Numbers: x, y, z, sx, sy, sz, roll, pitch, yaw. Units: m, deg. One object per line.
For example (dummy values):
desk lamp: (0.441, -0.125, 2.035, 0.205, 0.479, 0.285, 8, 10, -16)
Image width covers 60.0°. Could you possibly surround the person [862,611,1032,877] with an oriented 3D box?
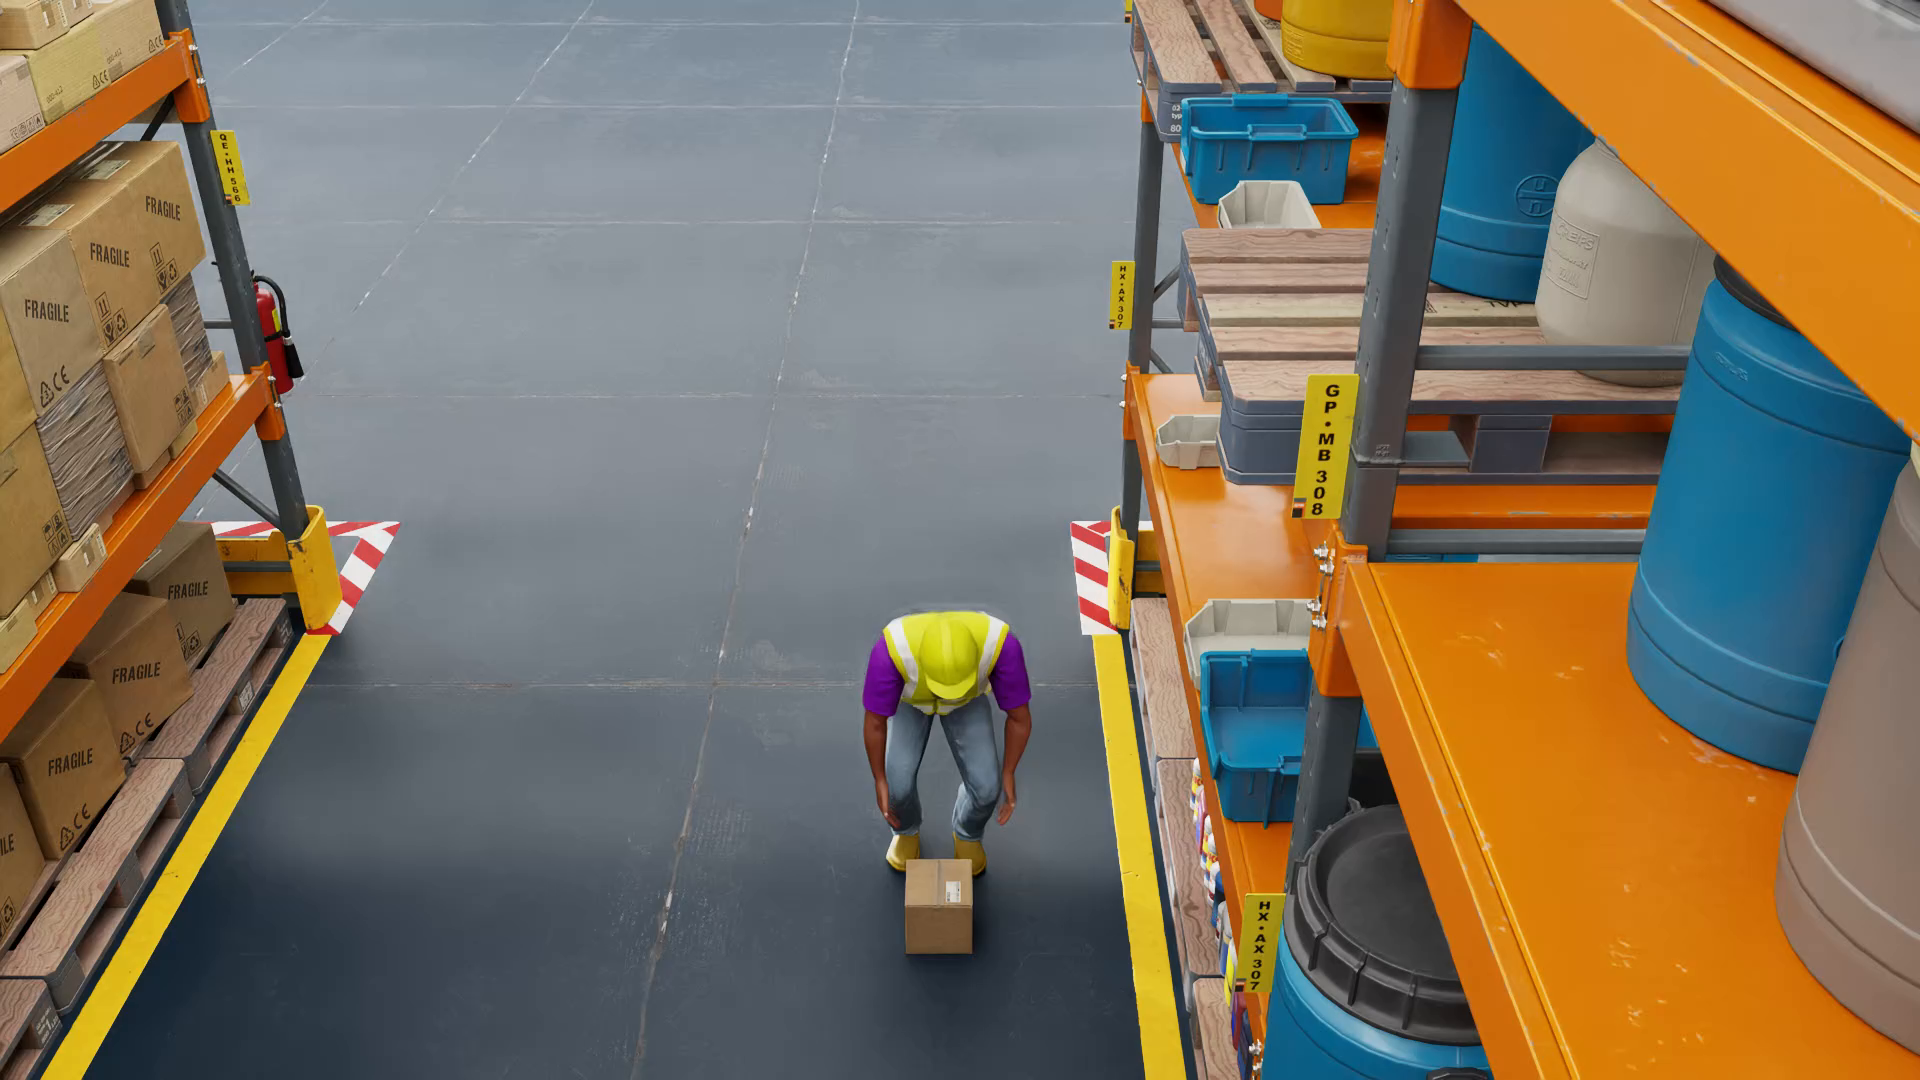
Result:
person: (-0.048, 0.714, 6.348, 0.631, 1.343, 0.792, 0, 31, 0)
